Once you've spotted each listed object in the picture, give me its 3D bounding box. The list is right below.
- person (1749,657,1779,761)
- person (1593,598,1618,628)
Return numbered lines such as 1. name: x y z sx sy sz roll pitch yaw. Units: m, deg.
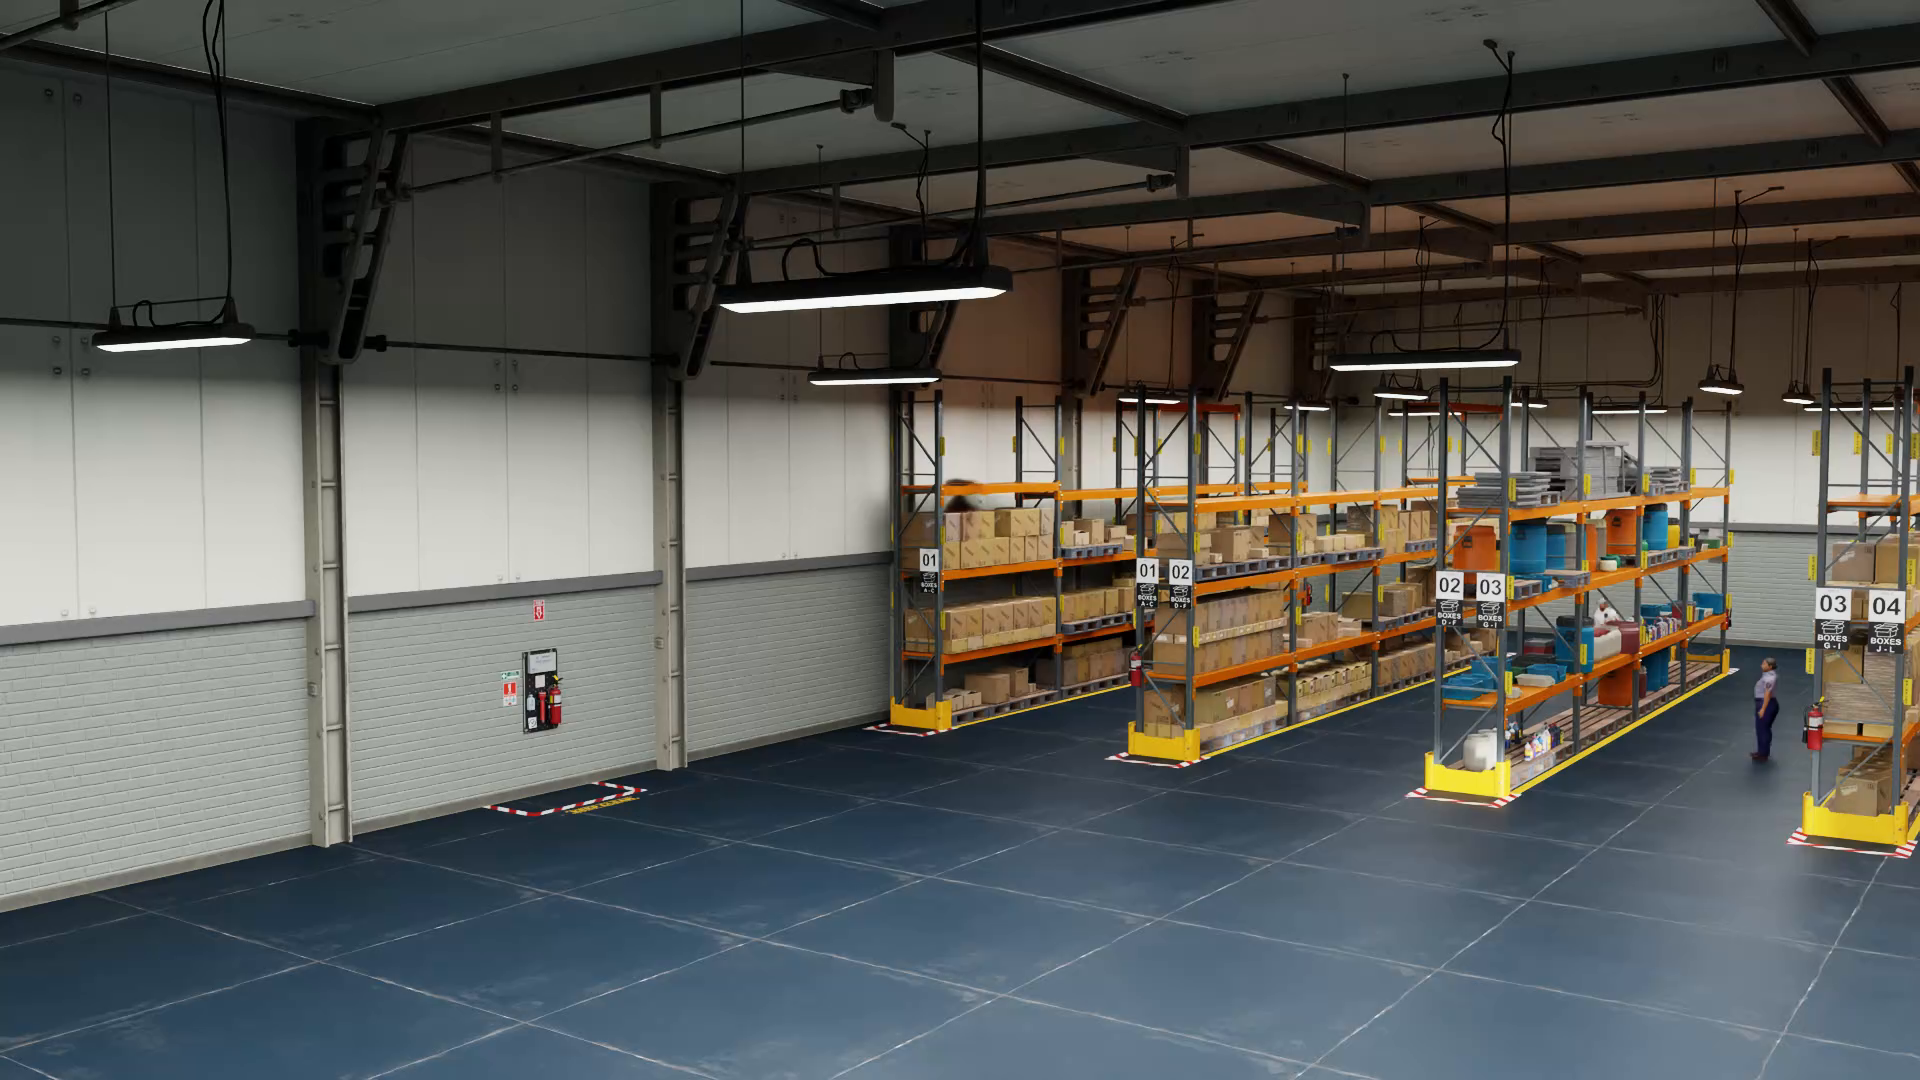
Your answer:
1. person: 12.808 2.685 26.549 0.467 1.655 0.524 3 4 43
2. person: 14.198 2.092 36.661 0.603 1.620 1.007 3 4 39
